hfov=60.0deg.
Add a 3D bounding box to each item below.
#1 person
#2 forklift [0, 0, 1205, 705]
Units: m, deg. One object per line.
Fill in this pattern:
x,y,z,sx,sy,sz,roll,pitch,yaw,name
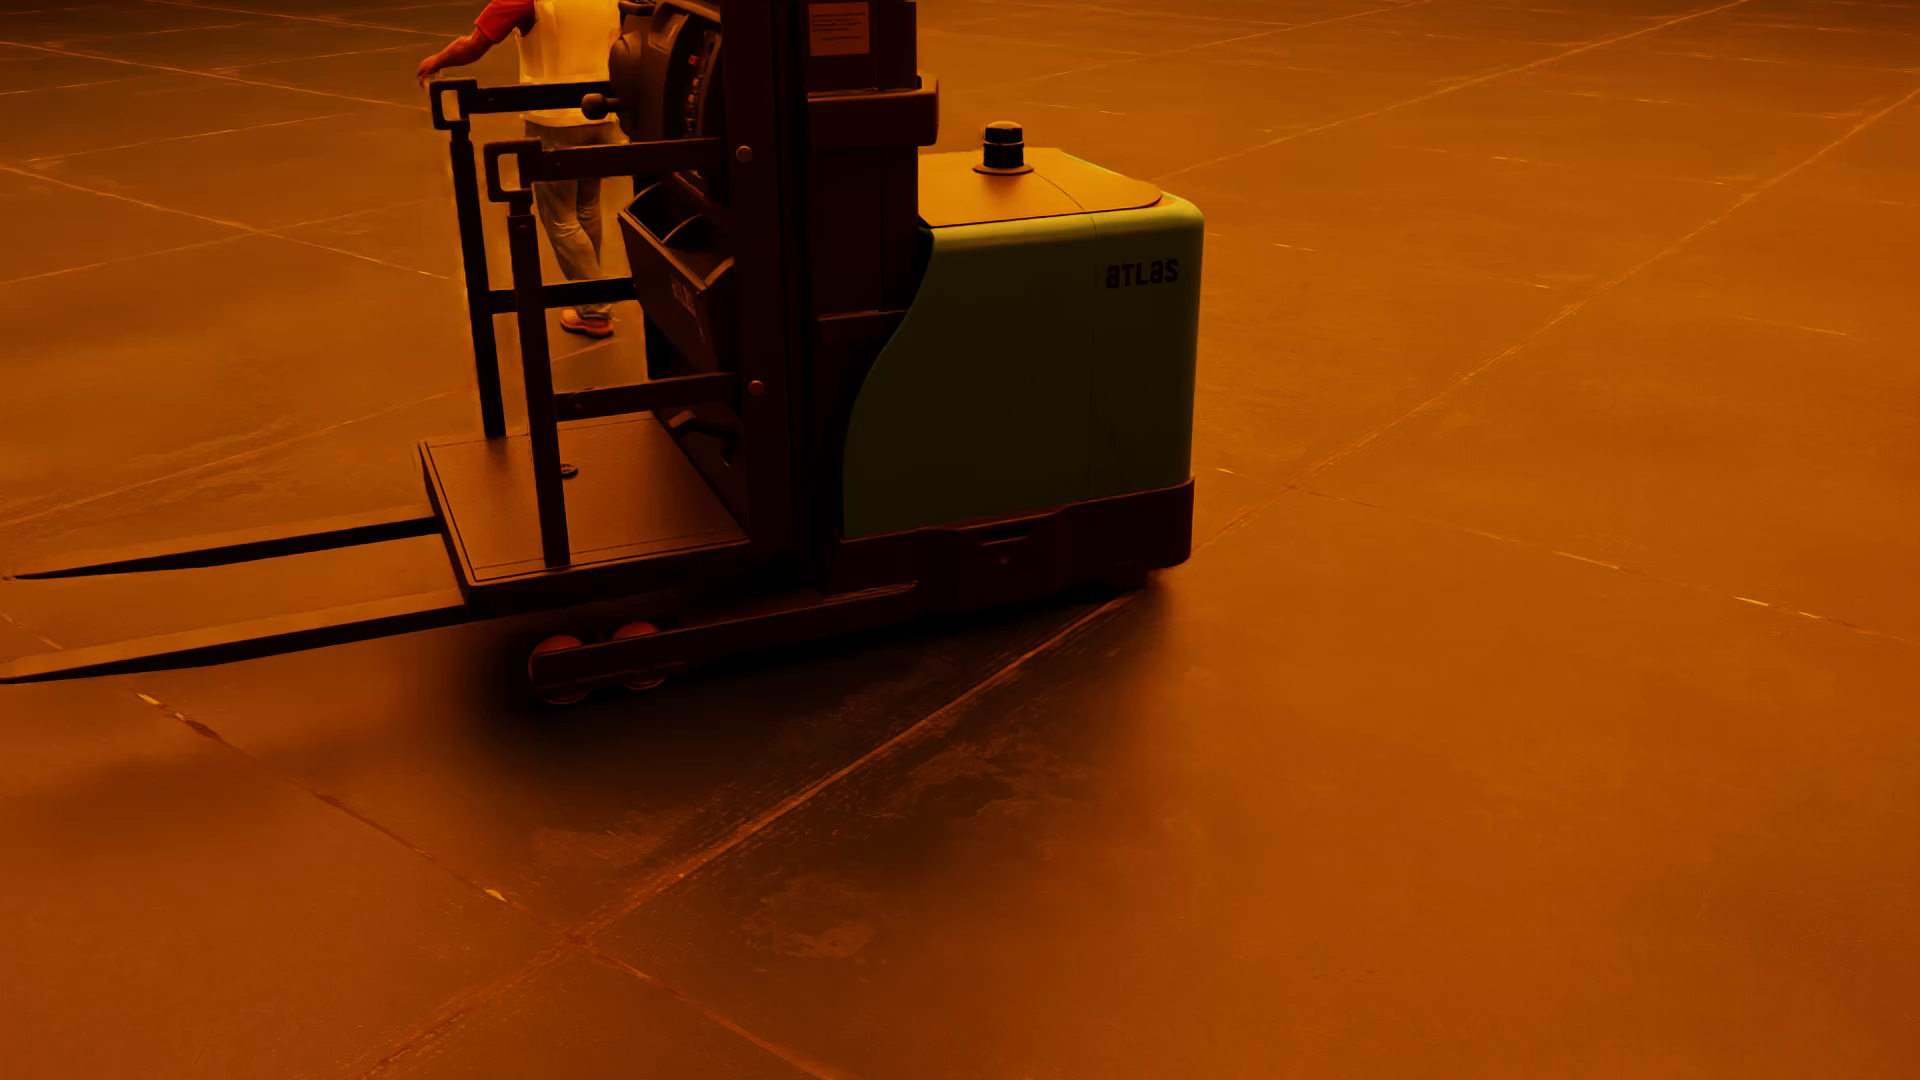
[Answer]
-1.637,-1.772,6.942,1.046,1.755,0.734,-20,31,-39,person
-0.910,-1.179,4.048,3.031,2.935,1.130,-9,25,-21,forklift
